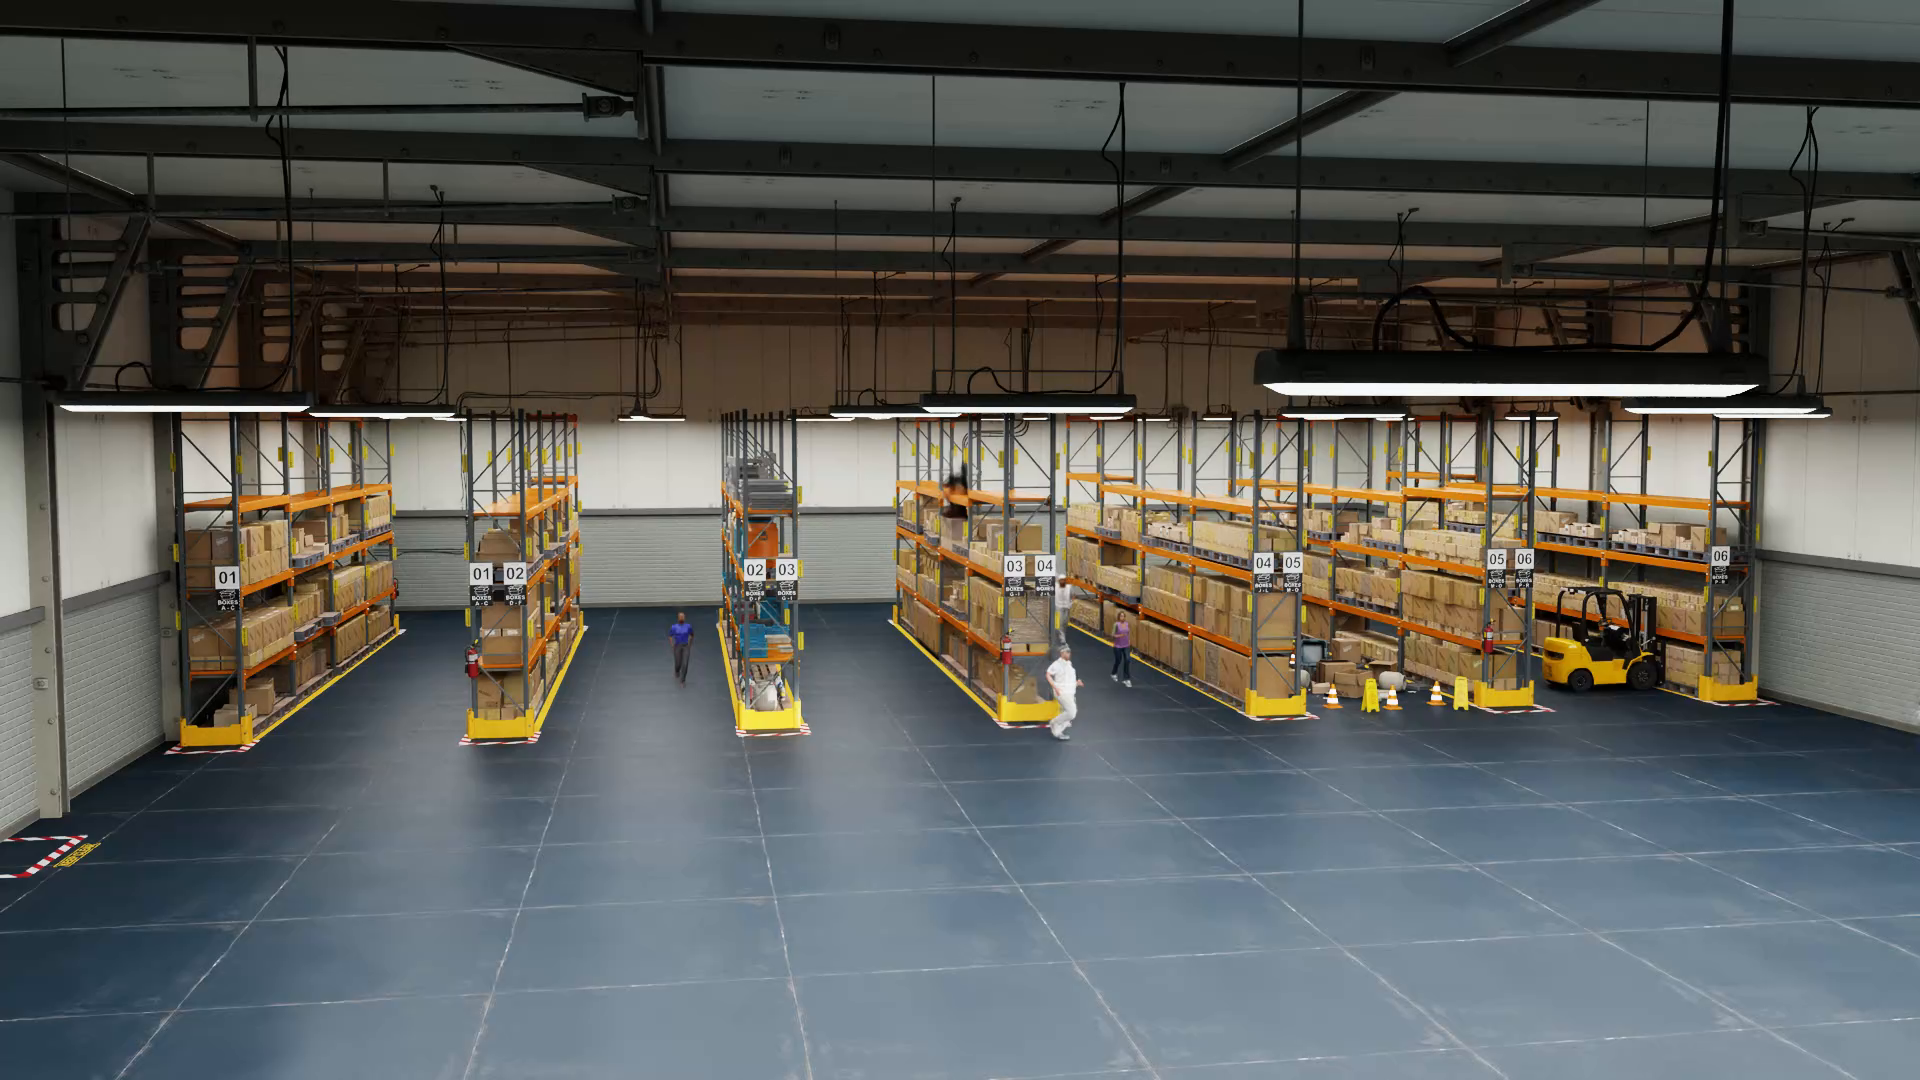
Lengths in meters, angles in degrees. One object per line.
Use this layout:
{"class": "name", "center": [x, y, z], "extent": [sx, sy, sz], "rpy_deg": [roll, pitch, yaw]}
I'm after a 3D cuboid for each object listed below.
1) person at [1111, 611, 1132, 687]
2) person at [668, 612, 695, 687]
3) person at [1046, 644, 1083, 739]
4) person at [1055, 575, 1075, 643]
{"class": "person", "center": [3.534, 2.362, 36.396], "extent": [0.532, 1.612, 0.799], "rpy_deg": [-1, 4, -18]}
{"class": "person", "center": [-6.097, 2.391, 36.442], "extent": [0.575, 1.605, 0.589], "rpy_deg": [-1, 4, -15]}
{"class": "person", "center": [1.945, 2.752, 30.129], "extent": [0.586, 1.741, 0.655], "rpy_deg": [2, 5, 29]}
{"class": "person", "center": [2.701, 1.790, 43.857], "extent": [0.692, 1.780, 0.888], "rpy_deg": [0, 4, -7]}
